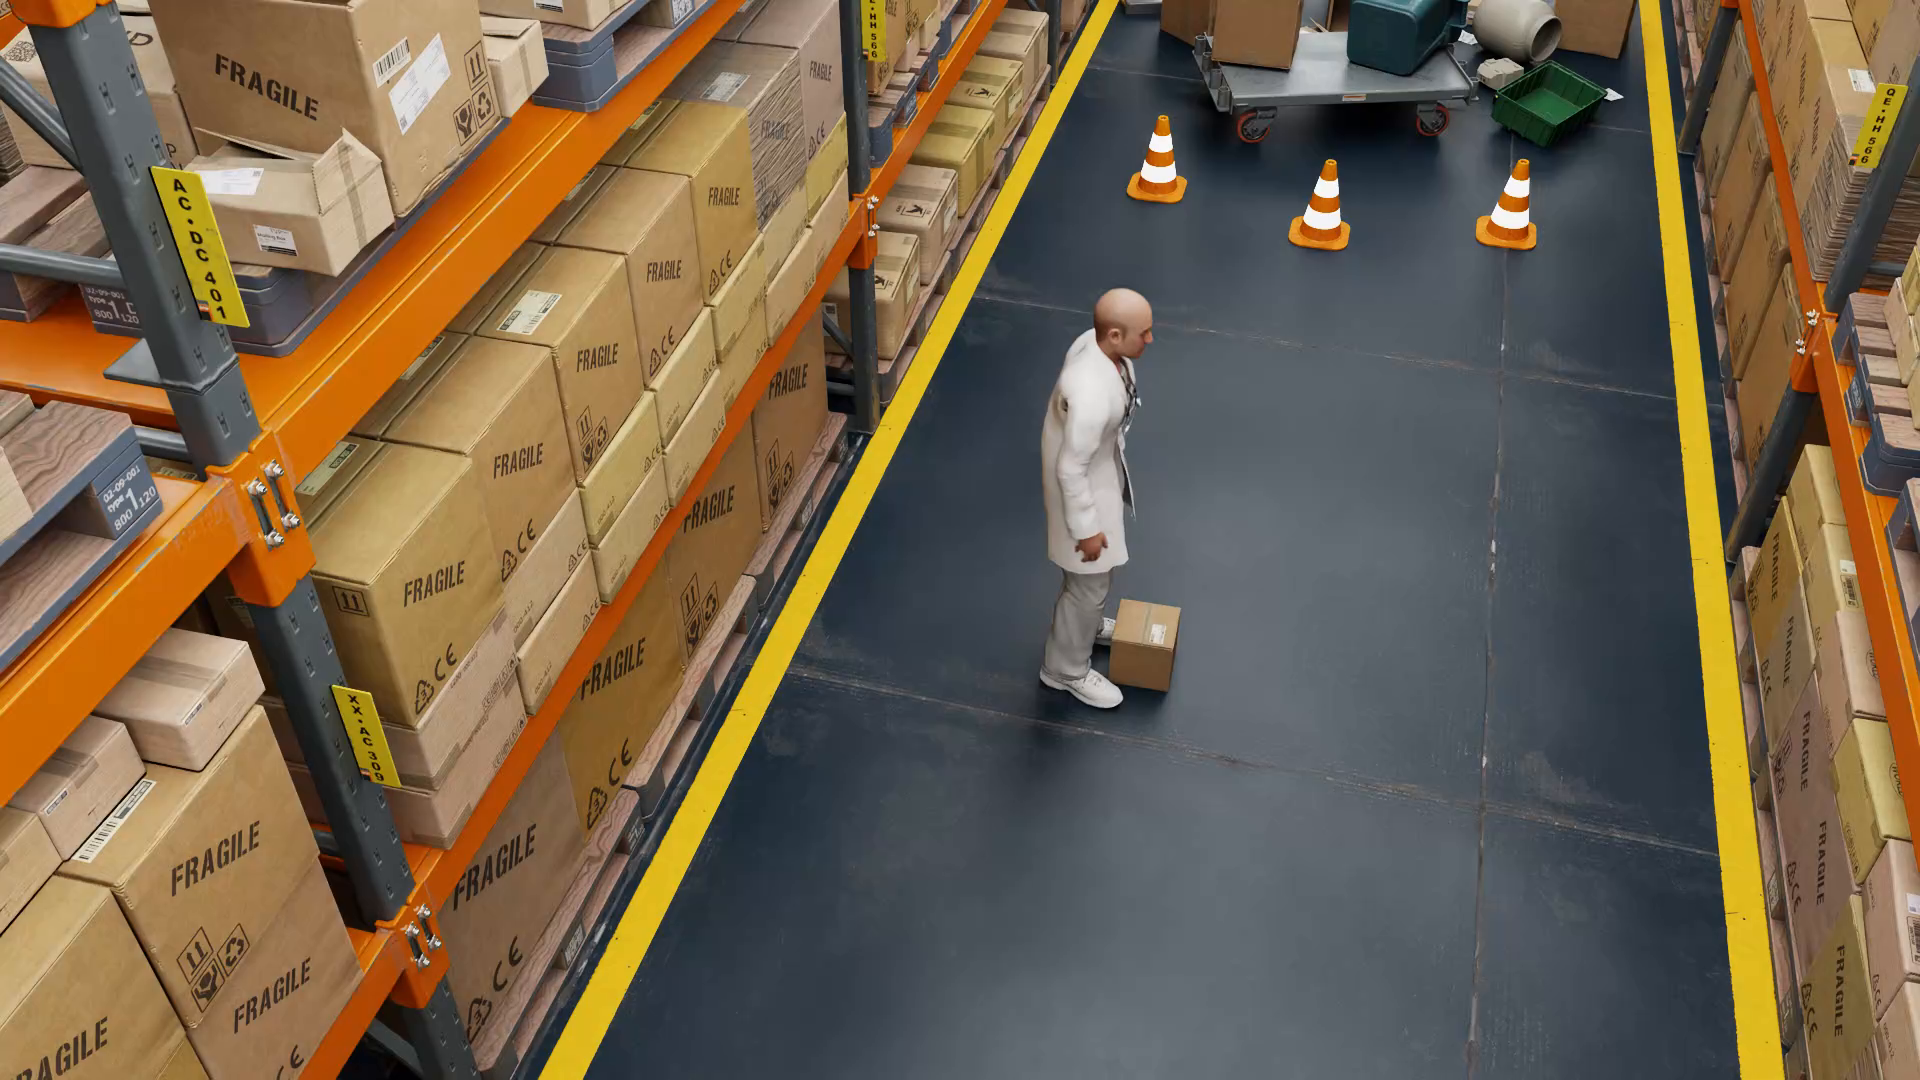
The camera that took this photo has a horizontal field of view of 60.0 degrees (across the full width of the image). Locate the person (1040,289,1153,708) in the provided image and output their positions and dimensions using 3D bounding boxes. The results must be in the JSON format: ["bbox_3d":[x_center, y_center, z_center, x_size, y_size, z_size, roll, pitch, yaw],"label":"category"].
[{"bbox_3d":[0.517,-0.188,6.389,0.418,1.774,0.646,10,41,11],"label":"person"}]
